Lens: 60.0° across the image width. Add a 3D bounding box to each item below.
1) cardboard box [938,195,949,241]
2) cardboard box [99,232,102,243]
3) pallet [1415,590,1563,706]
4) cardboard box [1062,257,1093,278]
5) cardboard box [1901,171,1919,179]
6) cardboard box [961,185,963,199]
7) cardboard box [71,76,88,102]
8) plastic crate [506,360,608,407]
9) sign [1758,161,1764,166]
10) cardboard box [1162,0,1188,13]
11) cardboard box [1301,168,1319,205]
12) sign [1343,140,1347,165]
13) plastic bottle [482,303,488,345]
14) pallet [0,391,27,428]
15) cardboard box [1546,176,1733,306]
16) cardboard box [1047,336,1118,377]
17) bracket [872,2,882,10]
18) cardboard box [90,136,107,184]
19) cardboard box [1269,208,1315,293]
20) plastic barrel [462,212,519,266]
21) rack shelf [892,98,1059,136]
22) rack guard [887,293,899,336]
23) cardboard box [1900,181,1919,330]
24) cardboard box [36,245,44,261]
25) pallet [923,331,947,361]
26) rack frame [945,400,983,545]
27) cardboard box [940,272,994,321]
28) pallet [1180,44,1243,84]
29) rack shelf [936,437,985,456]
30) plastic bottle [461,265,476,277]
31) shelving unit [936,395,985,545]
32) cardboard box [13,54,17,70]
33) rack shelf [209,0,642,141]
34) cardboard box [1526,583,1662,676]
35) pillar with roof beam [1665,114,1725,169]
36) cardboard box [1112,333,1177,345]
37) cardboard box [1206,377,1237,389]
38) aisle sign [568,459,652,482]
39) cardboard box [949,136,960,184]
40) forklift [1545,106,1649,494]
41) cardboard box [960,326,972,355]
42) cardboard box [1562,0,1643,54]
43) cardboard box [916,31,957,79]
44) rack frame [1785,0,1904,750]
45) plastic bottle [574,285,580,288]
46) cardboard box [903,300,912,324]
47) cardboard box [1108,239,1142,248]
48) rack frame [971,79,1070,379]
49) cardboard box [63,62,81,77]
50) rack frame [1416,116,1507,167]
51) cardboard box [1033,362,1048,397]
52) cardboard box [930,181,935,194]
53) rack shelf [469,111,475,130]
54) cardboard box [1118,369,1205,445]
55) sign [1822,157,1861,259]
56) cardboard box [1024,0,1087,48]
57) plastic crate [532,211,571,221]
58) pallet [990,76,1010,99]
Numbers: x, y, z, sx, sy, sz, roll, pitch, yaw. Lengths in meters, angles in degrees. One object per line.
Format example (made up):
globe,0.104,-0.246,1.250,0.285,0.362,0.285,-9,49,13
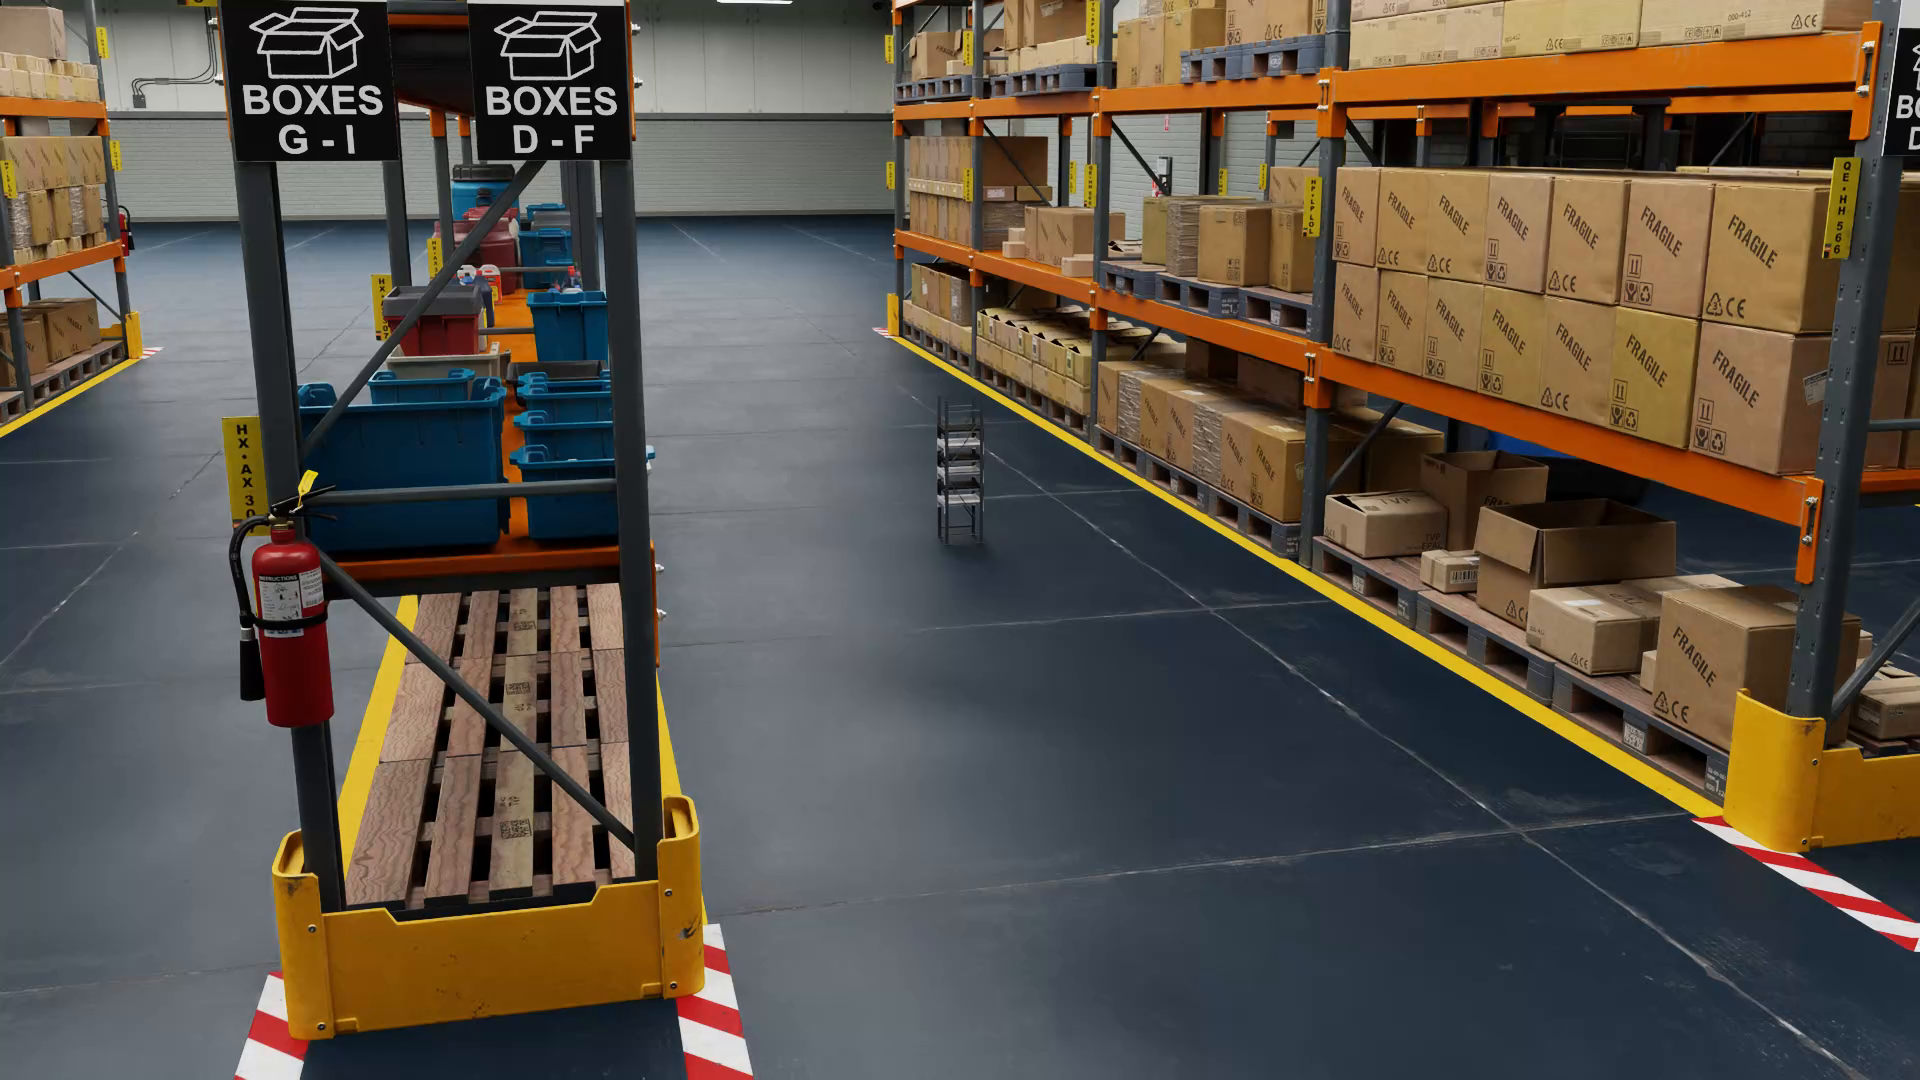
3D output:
cardboard box,0.145,-3.674,18.933,0.700,0.500,0.500,-3,14,-11
cardboard box,-9.623,-3.305,18.165,0.380,0.149,0.250,-3,14,-13
pallet,2.950,0.473,8.047,1.003,0.211,1.213,-3,14,-13
cardboard box,1.080,-2.315,14.112,0.380,0.149,0.250,-3,14,-13
cardboard box,6.725,-2.496,11.863,0.500,0.250,0.500,-3,14,-12
cardboard box,0.228,-3.700,17.672,0.380,0.149,0.250,-4,14,-15
cardboard box,-9.469,-4.711,17.387,0.500,0.250,0.500,-3,14,-13
plastic crate,-1.792,-0.699,7.422,0.437,0.125,0.590,-3,14,-13
sign,6.913,-3.116,14.422,0.100,0.325,0.005,-3,14,-13
cardboard box,1.776,-4.018,11.914,0.500,0.500,0.500,-3,14,-13
cardboard box,4.537,-4.308,20.432,0.500,0.500,0.500,-4,14,-15
sign,5.040,-5.110,21.916,0.100,0.325,0.005,-3,14,-13
plastic bottle,-2.754,-1.268,9.399,0.144,0.351,0.185,-3,14,-13
pallet,-8.825,-1.082,14.412,1.003,0.211,1.213,-3,14,-13
cardboard box,2.821,-1.257,6.934,0.500,0.500,0.500,-3,14,-12
cardboard box,1.069,-1.612,14.433,0.500,0.311,0.500,-4,14,-14
bracket,-2.544,-16.461,51.257,0.235,0.232,0.430,-3,14,-13
cardboard box,-9.580,-4.105,17.964,0.500,0.500,0.500,-3,14,-13
cardboard box,2.382,-1.852,10.590,0.700,0.500,0.500,-1,14,-4
plastic barrel,-3.910,-2.457,13.875,0.433,0.535,0.433,0,14,0
rack shelf,0.151,-4.737,18.691,1.077,0.370,4.000,-3,14,-13
rack guard,-0.325,-2.882,21.169,1.175,0.500,0.348,-3,14,-13
cardboard box,3.591,-1.051,6.090,0.500,0.500,0.500,-3,14,-11
cardboard box,-8.967,-2.732,15.820,0.380,0.149,0.250,-3,14,-13
pallet,0.184,-2.281,19.318,1.003,0.211,1.213,-3,14,-13
rack frame,0.026,-0.412,10.217,0.240,0.900,0.006,-3,14,-13
cardboard box,0.072,-2.726,18.594,0.500,0.500,0.500,-3,14,-13
pallet,2.168,-3.081,10.795,1.213,0.211,1.003,-3,14,-13
rack shelf,0.002,-0.578,10.278,0.258,0.077,0.200,-3,14,-13
plastic bottle,-3.468,-1.792,11.702,0.152,0.276,0.135,-3,14,-13
shelving unit,0.002,-0.435,10.313,0.258,0.900,0.210,-3,14,-13
cardboard box,-9.058,-4.462,15.527,0.380,0.149,0.250,-3,14,-11
rack shelf,-1.847,-1.693,6.233,1.077,0.370,4.000,-3,14,-13
cardboard box,2.878,0.390,7.377,0.500,0.250,0.500,-3,14,-13
pillar with roof beam,2.725,-5.544,14.160,9.100,9.000,0.400,-3,14,-13
cardboard box,1.591,-1.644,14.561,0.500,0.311,0.500,-4,14,-15
cardboard box,2.129,-0.922,12.222,0.500,0.500,0.500,-4,14,-15
aisle sign,-1.110,-0.179,5.269,0.250,0.136,0.298,-3,14,-13
cardboard box,0.273,-4.181,18.274,0.700,0.500,0.500,-3,14,-13
forklift,5.108,-2.239,13.417,1.121,2.935,5.066,6,15,22
cardboard box,0.299,-2.131,17.737,0.500,0.250,0.500,-3,14,-13
cardboard box,2.825,-2.118,6.772,0.500,0.250,0.500,-3,14,-13
cardboard box,-0.195,-5.470,18.785,0.500,0.500,0.500,-3,14,-13
rack frame,3.439,-0.399,5.742,1.000,3.000,0.127,-3,14,-13
plastic bottle,-2.350,-1.430,10.232,0.097,0.271,0.097,0,14,0
cardboard box,-0.409,-2.823,20.569,0.500,0.250,0.500,-3,14,-13
cardboard box,1.538,-2.419,14.195,0.500,0.311,0.500,-3,14,-14
rack frame,0.621,-3.168,17.073,1.000,3.000,0.127,-3,14,-13
cardboard box,-9.380,-4.890,17.279,0.380,0.149,0.250,-3,14,-13
rack frame,5.435,-3.445,18.206,1.000,3.000,0.127,-3,14,-13
cardboard box,0.960,-1.456,14.975,0.500,0.250,0.500,-3,14,-12
cardboard box,-0.132,-4.055,19.126,0.380,0.149,0.250,-3,14,-14
rack shelf,-4.665,-4.462,17.564,1.077,0.370,4.000,-3,14,-13
cardboard box,1.517,-1.003,12.552,0.500,0.500,0.500,-4,14,-15
sign,2.895,-1.089,5.459,0.100,0.325,0.005,-3,14,-13
cardboard box,0.883,-4.846,15.472,0.500,0.500,0.500,-2,14,-8
plastic crate,-3.784,-2.829,15.551,0.402,0.464,0.583,-3,14,-13
pallet,0.840,-4.329,15.910,0.805,0.209,1.217,-4,14,-15
